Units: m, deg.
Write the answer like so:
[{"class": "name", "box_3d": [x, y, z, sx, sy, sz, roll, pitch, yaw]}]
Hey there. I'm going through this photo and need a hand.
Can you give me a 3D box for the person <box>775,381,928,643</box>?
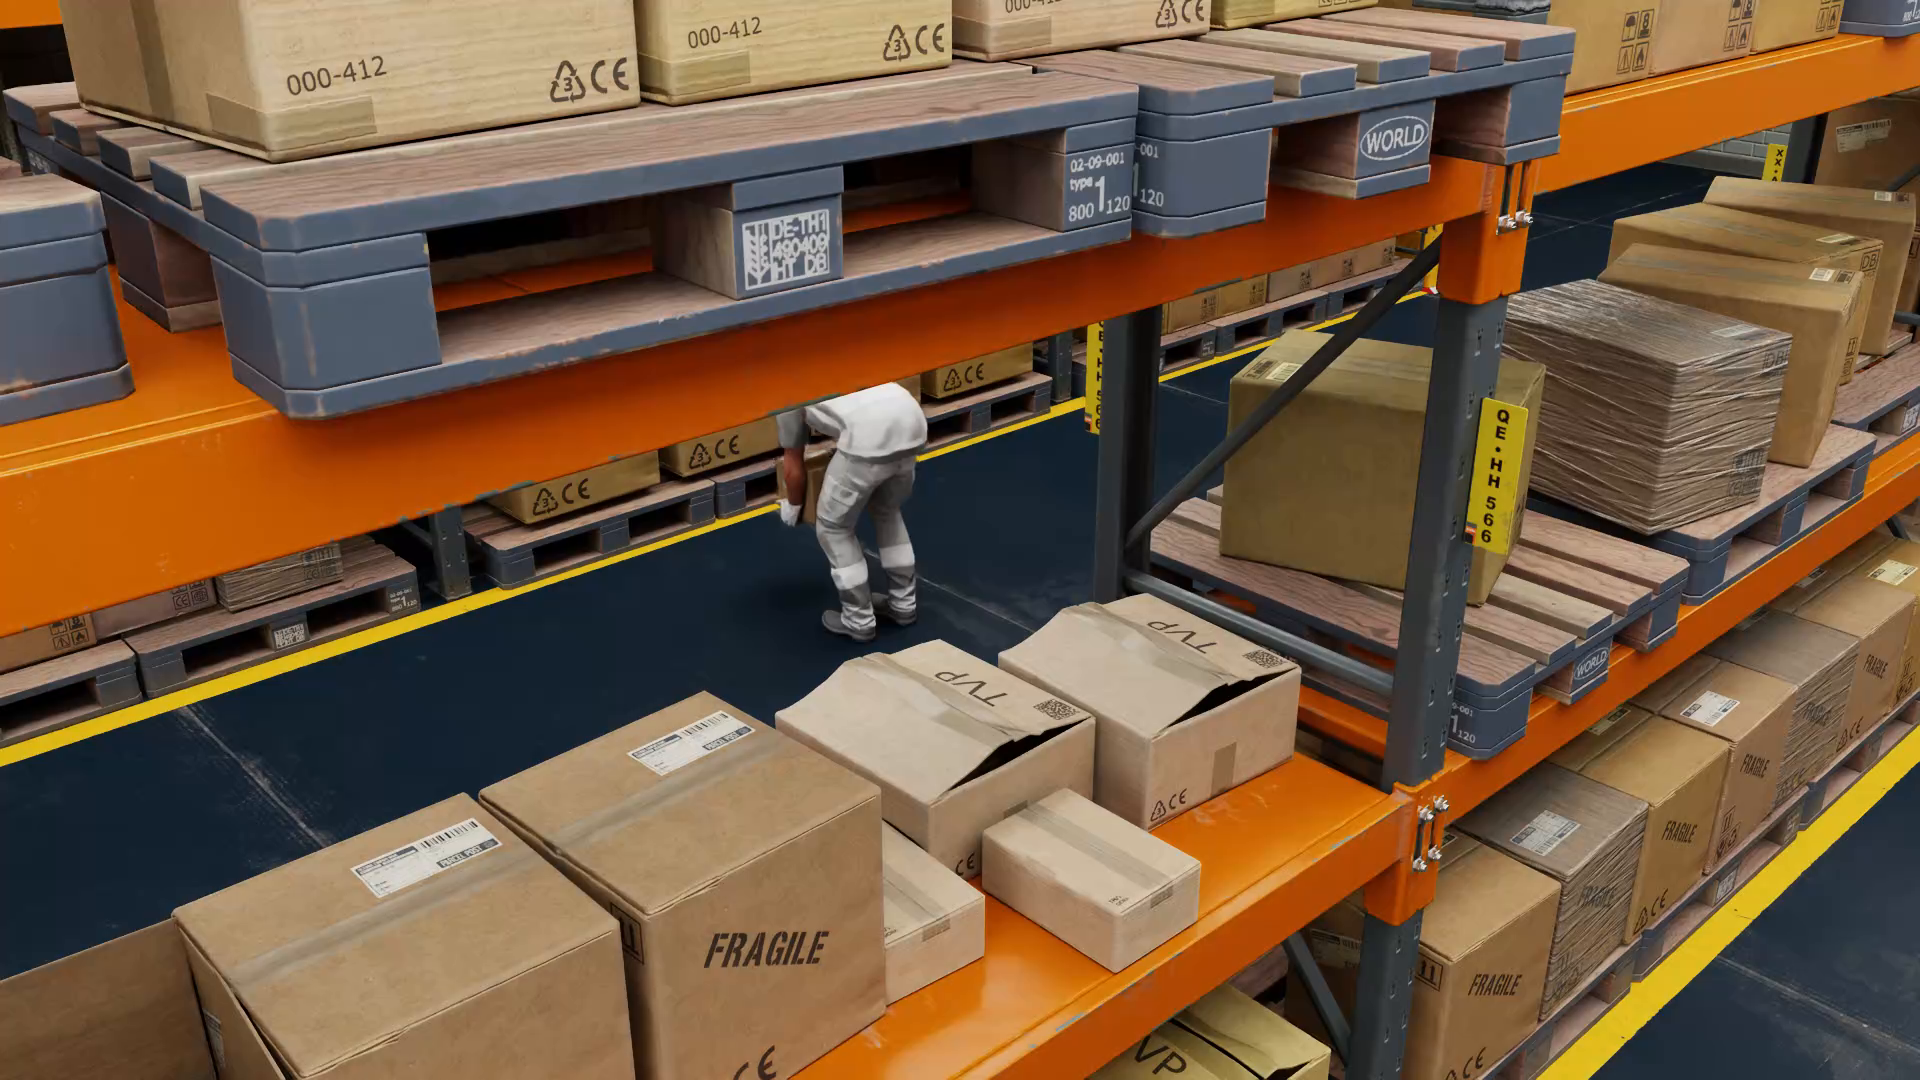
[{"class": "person", "box_3d": [-0.550, -0.272, 7.308, 0.491, 1.273, 0.935, -22, 32, -40]}]
